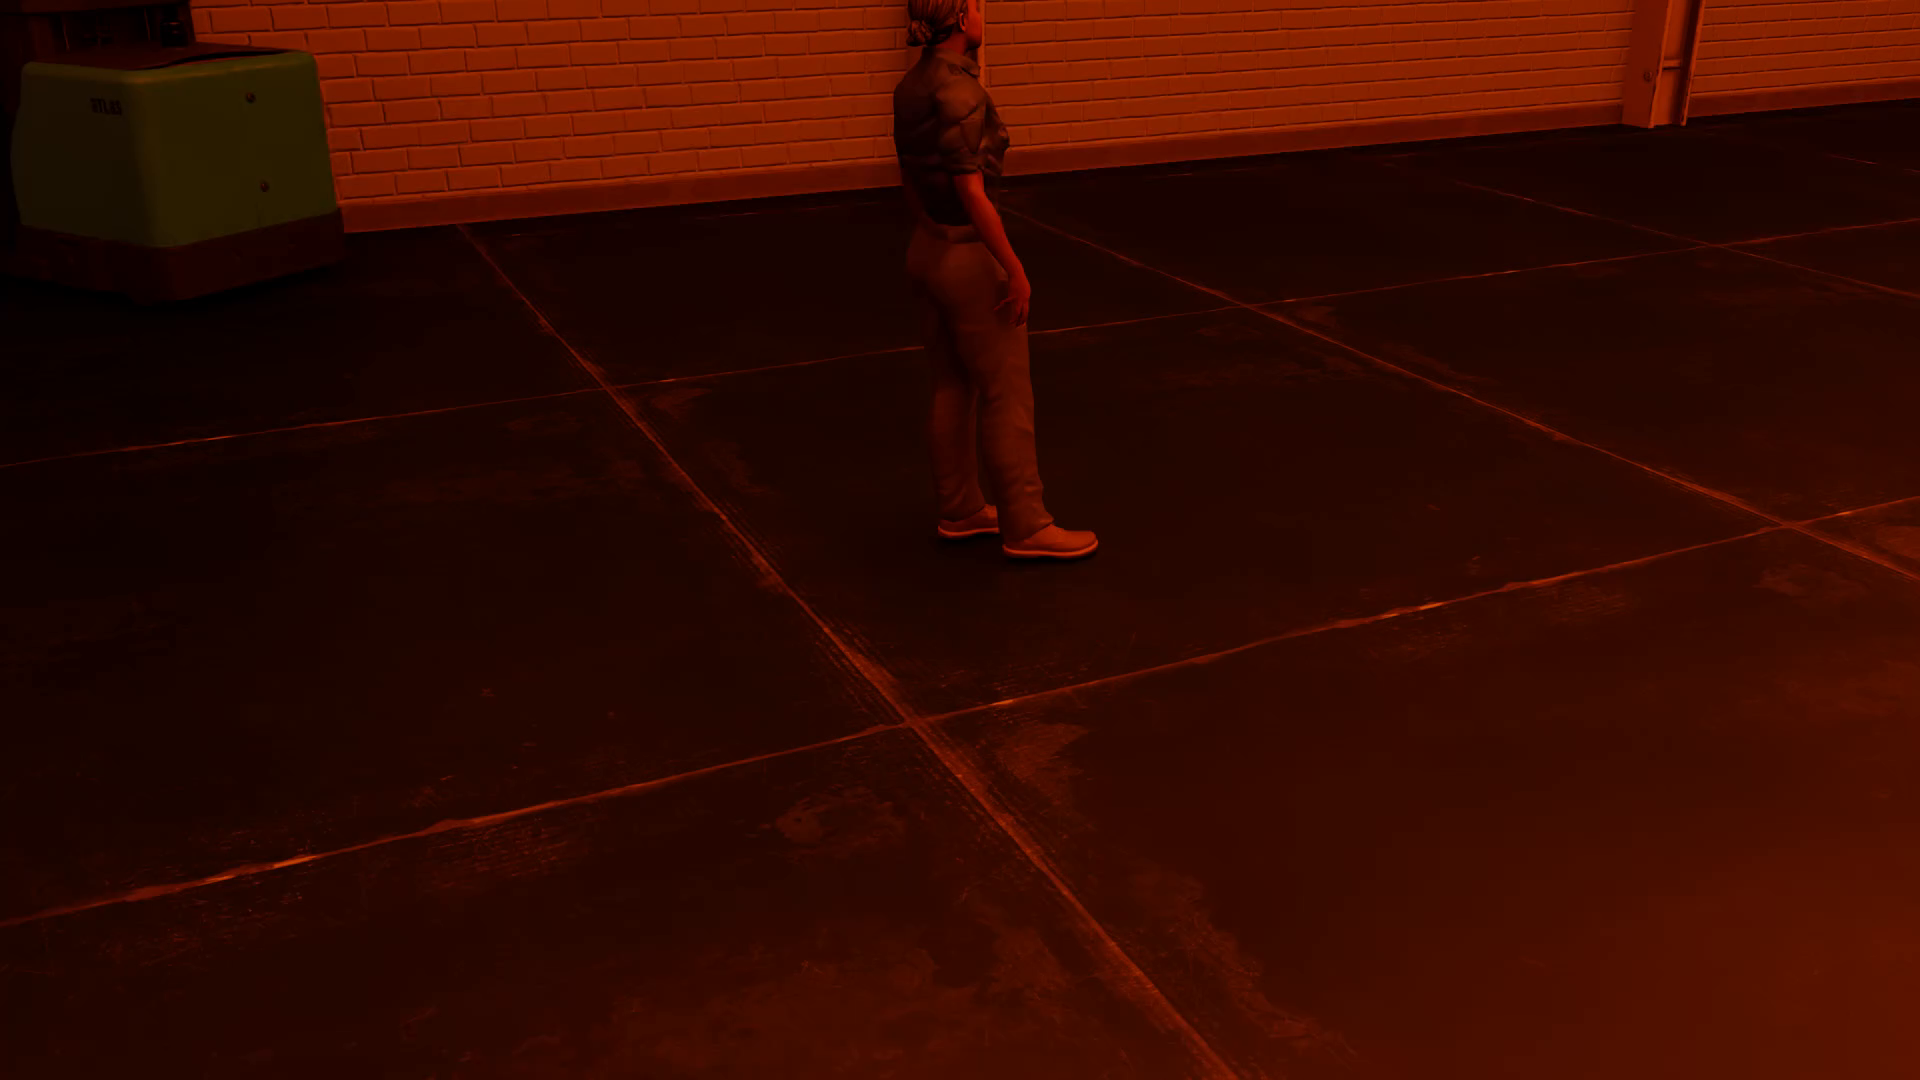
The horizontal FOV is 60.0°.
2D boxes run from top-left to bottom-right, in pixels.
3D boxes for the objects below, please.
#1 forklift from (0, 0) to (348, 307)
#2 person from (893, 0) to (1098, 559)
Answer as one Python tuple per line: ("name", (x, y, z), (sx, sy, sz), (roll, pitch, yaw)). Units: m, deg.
("forklift", (-4.591, -2.816, 8.064), (3.031, 2.935, 1.130), (12, 26, 27))
("person", (0.088, -0.778, 4.804), (0.504, 1.654, 0.569), (-10, 25, -23))
